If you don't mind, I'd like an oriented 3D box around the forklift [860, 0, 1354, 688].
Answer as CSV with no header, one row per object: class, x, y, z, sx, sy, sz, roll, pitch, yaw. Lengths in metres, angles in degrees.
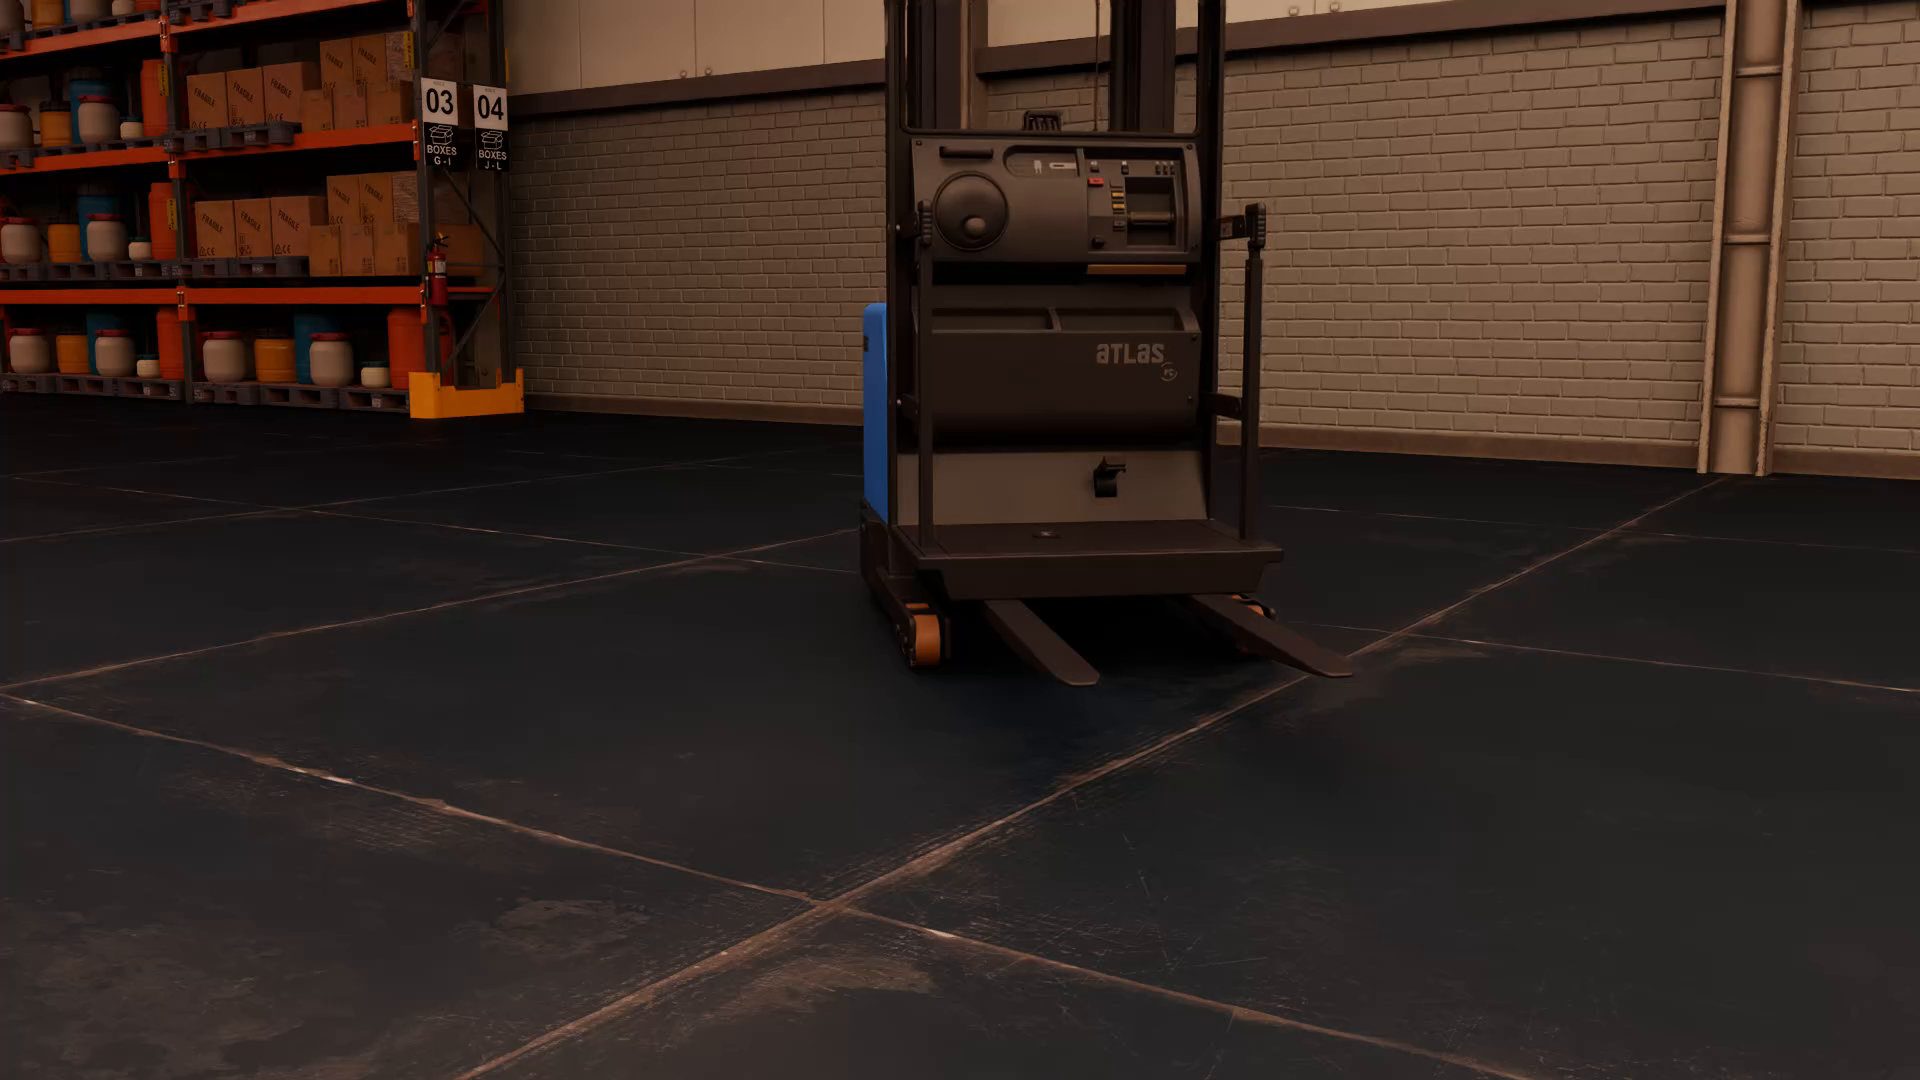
forklift,0.345,-1.123,5.091,1.130,2.935,3.031,-1,8,-9
